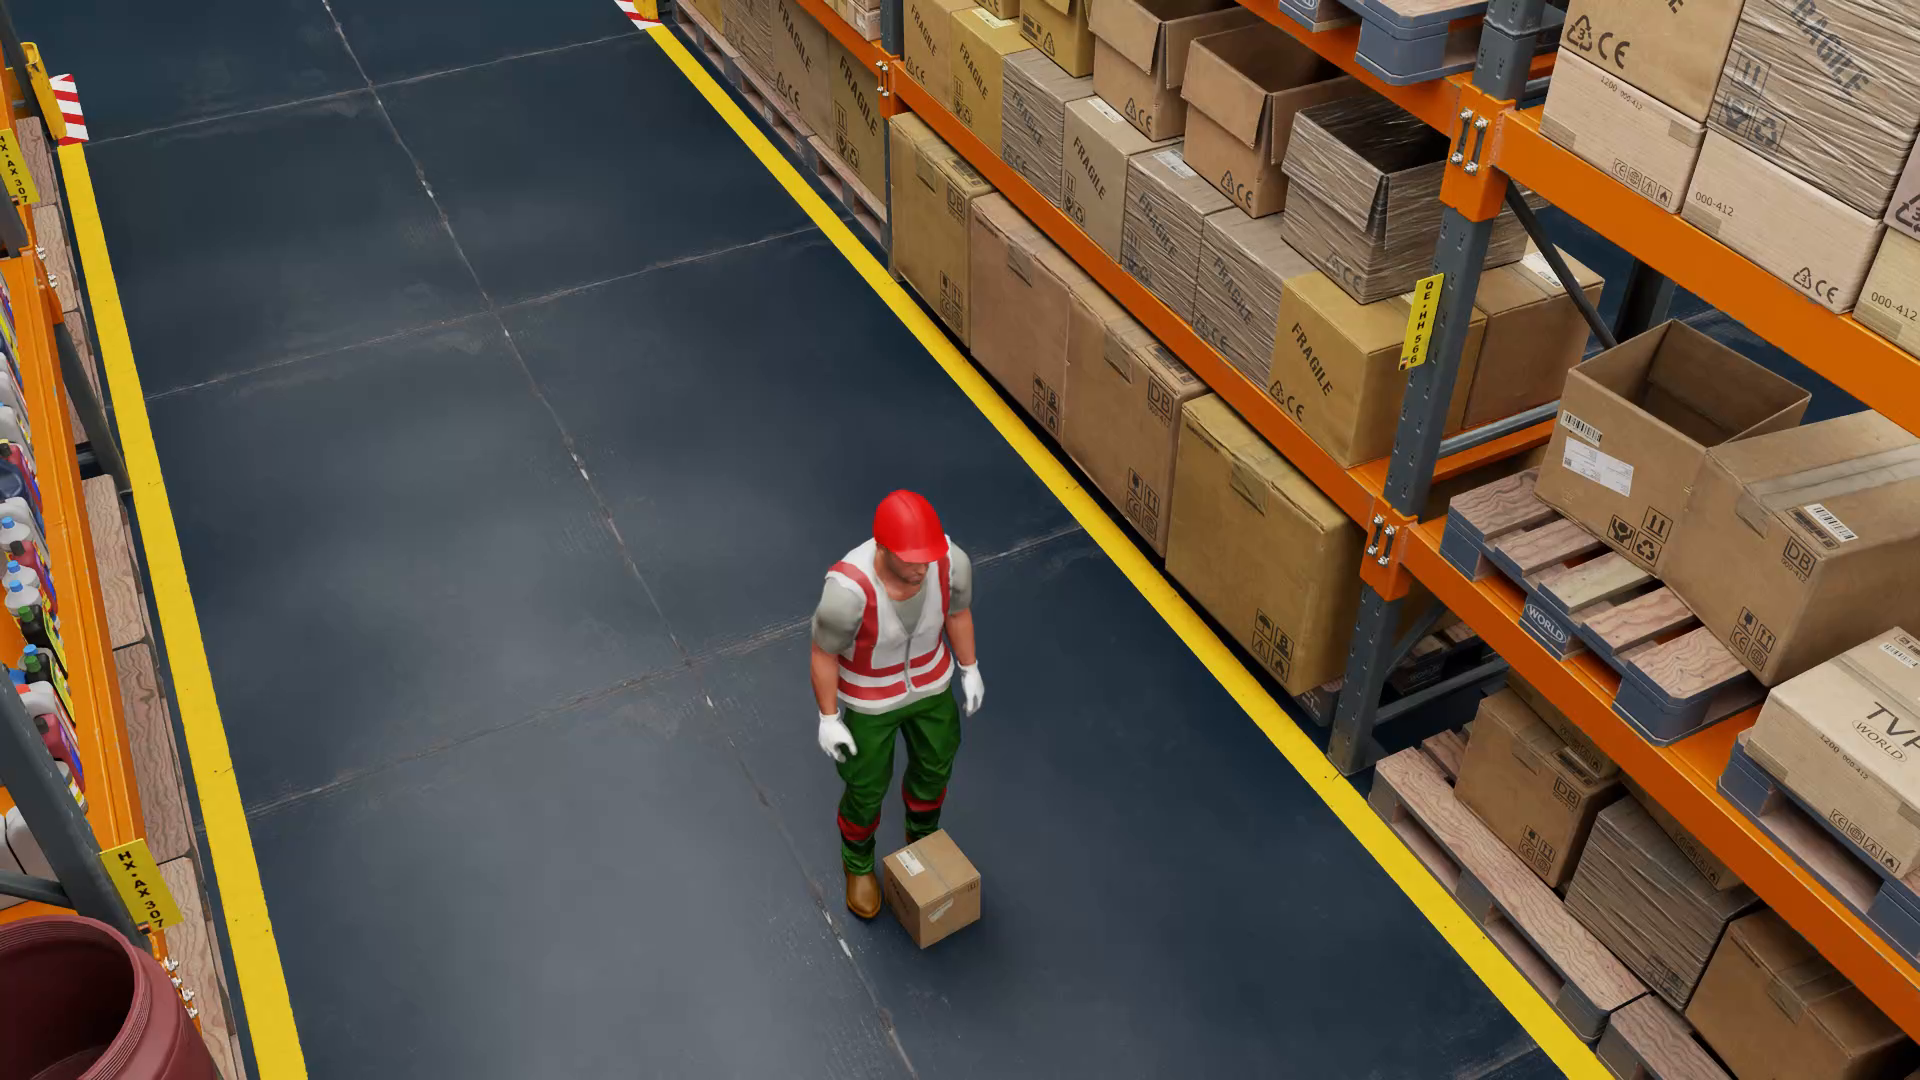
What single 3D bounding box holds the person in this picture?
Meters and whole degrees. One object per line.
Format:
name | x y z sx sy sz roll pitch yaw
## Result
person | -0.202 0.522 5.542 0.608 1.780 0.448 -19 44 -20
